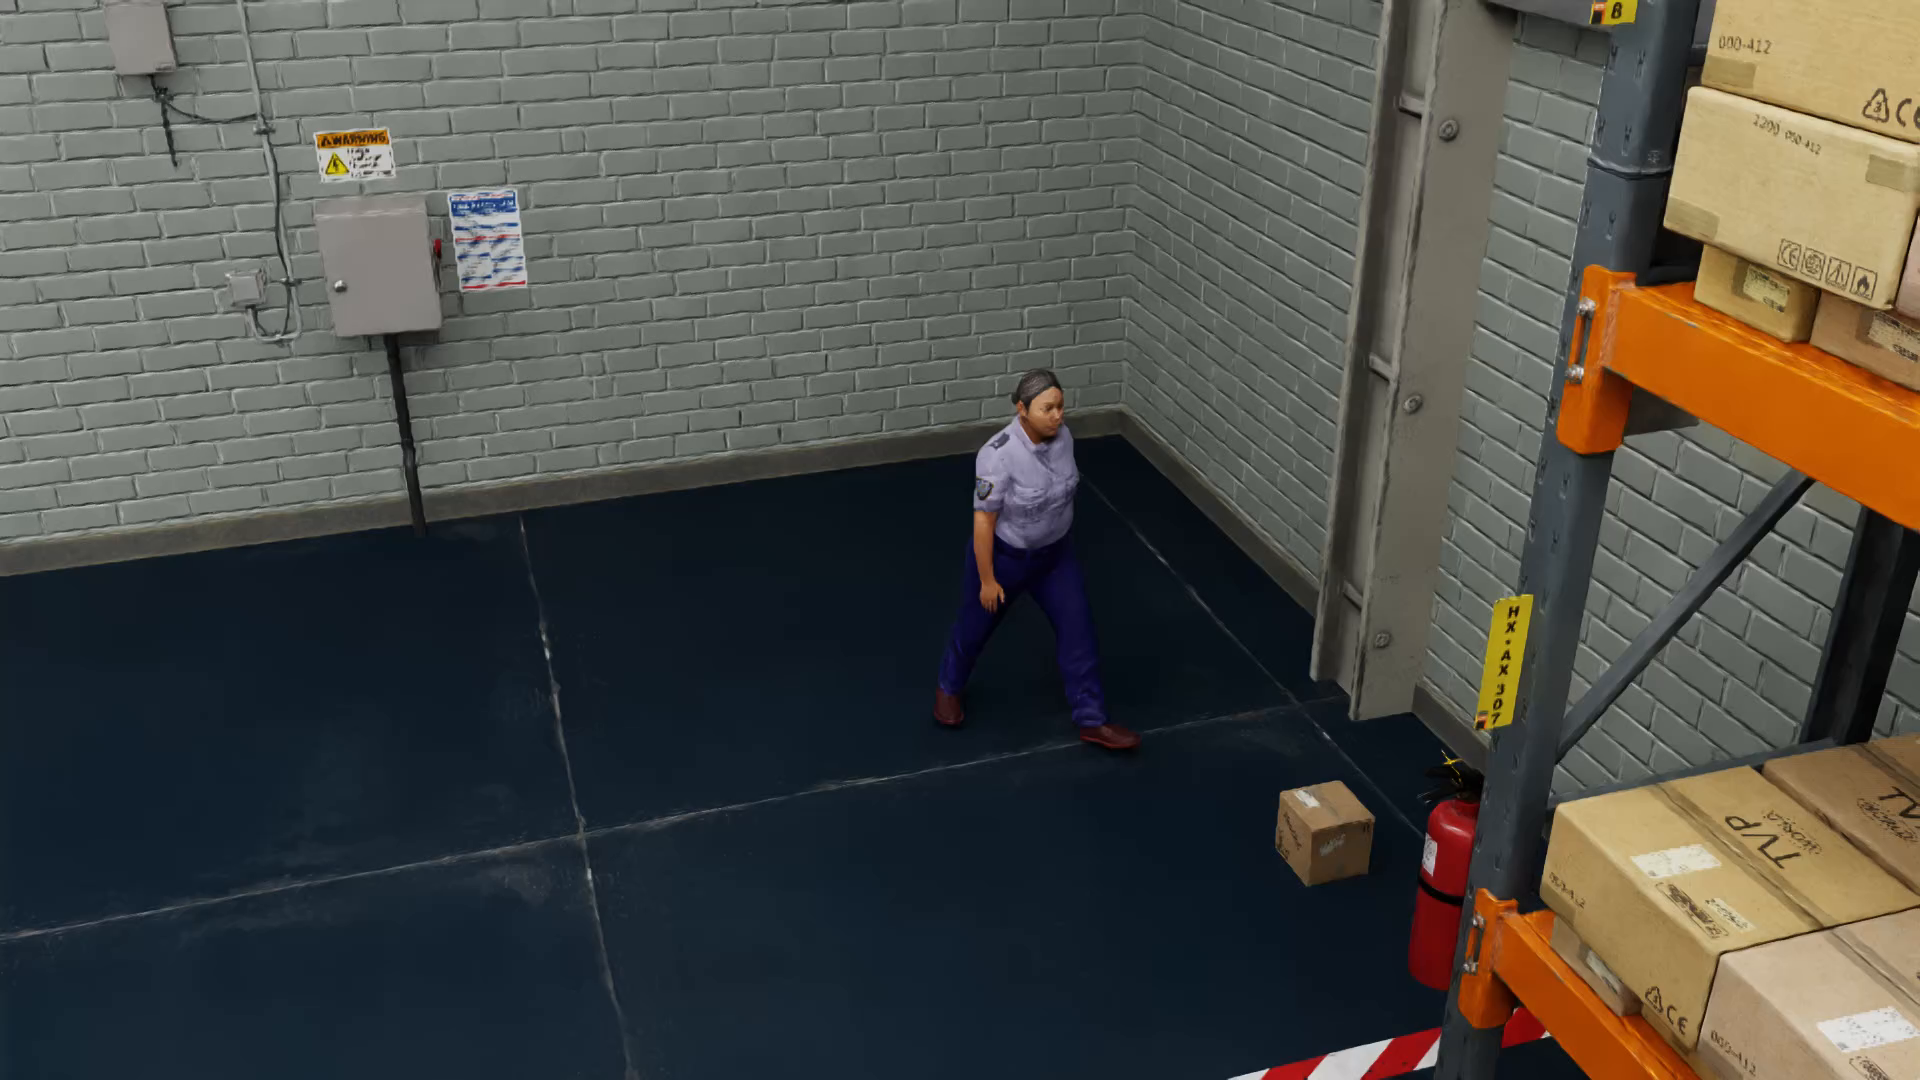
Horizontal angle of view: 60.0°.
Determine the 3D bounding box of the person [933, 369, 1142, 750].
[{"bbox_3d":[0.270,0.074,6.503,0.522,1.598,0.909,-20,33,-34],"label":"person"}]
